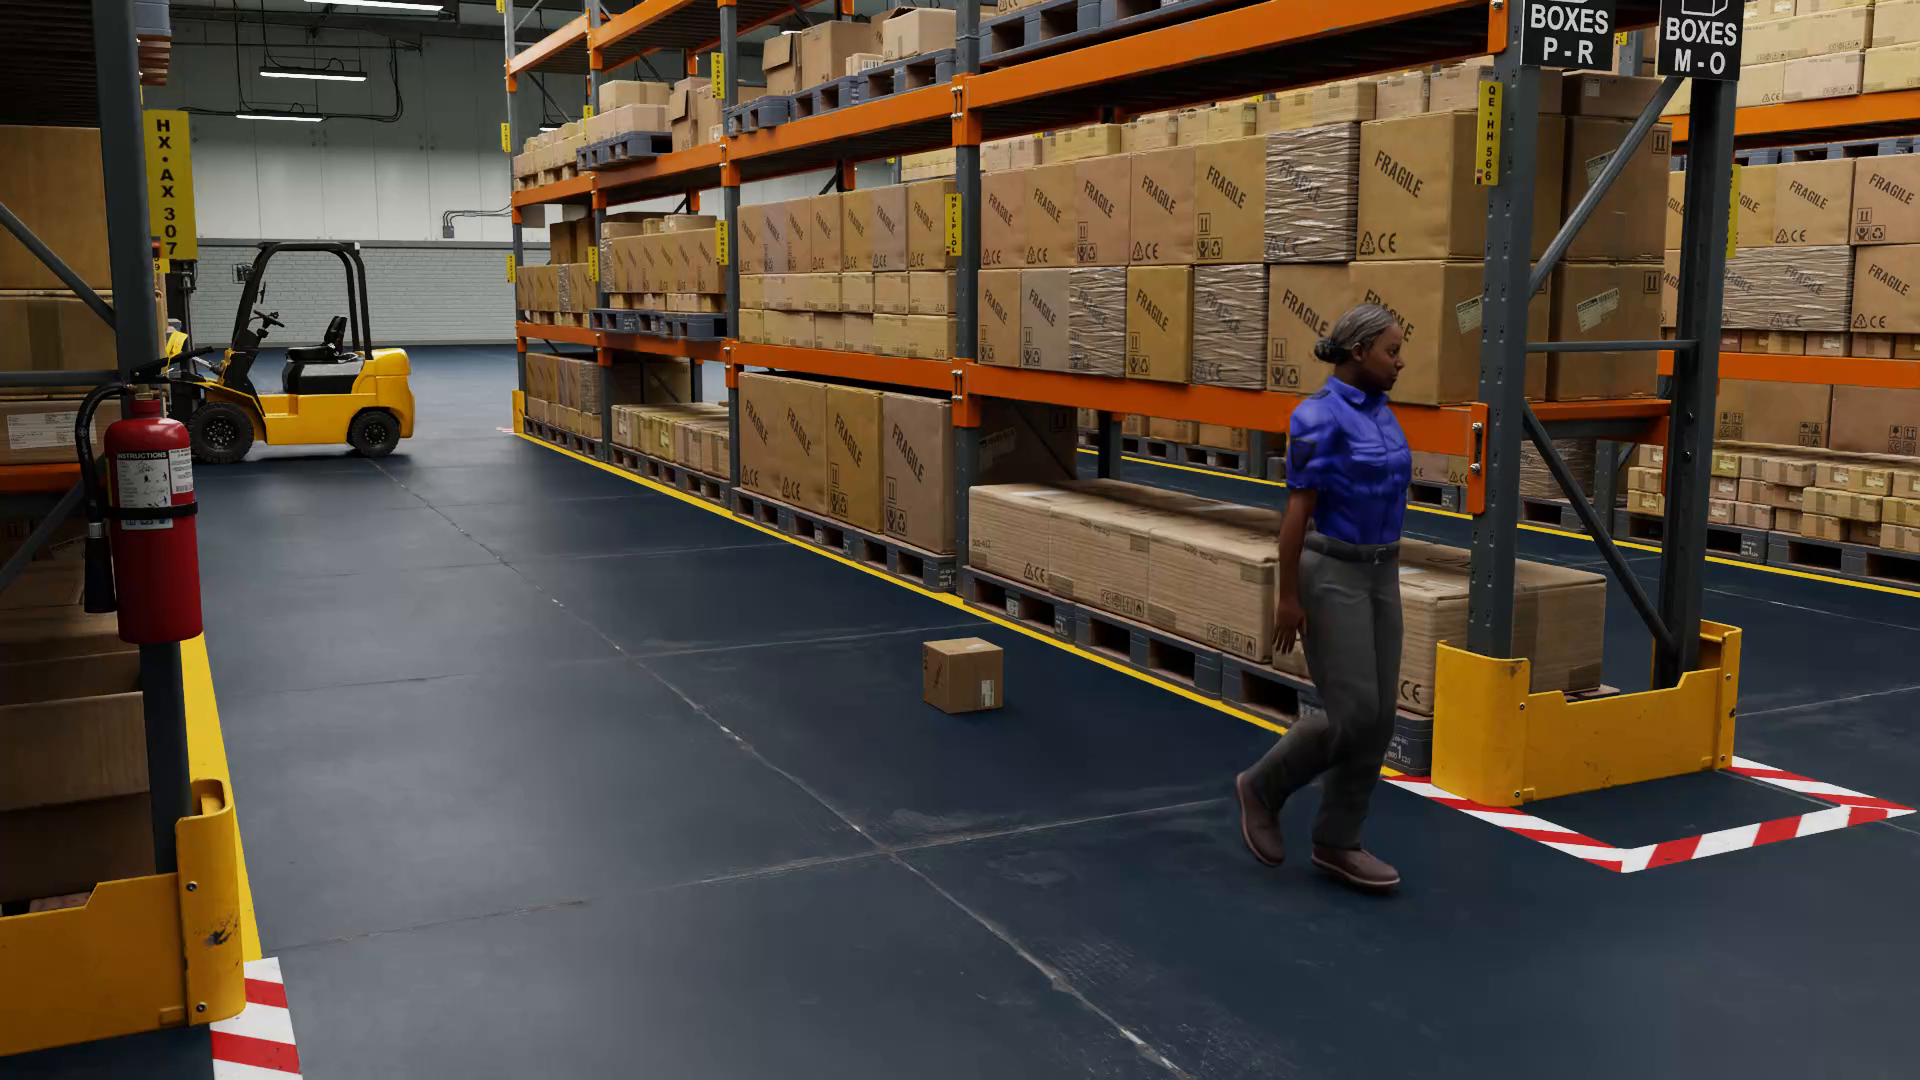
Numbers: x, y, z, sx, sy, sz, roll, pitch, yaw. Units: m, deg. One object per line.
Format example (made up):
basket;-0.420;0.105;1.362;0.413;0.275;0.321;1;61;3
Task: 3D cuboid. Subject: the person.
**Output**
person;1.087;0.150;4.756;0.512;1.642;0.473;-8;12;-42
